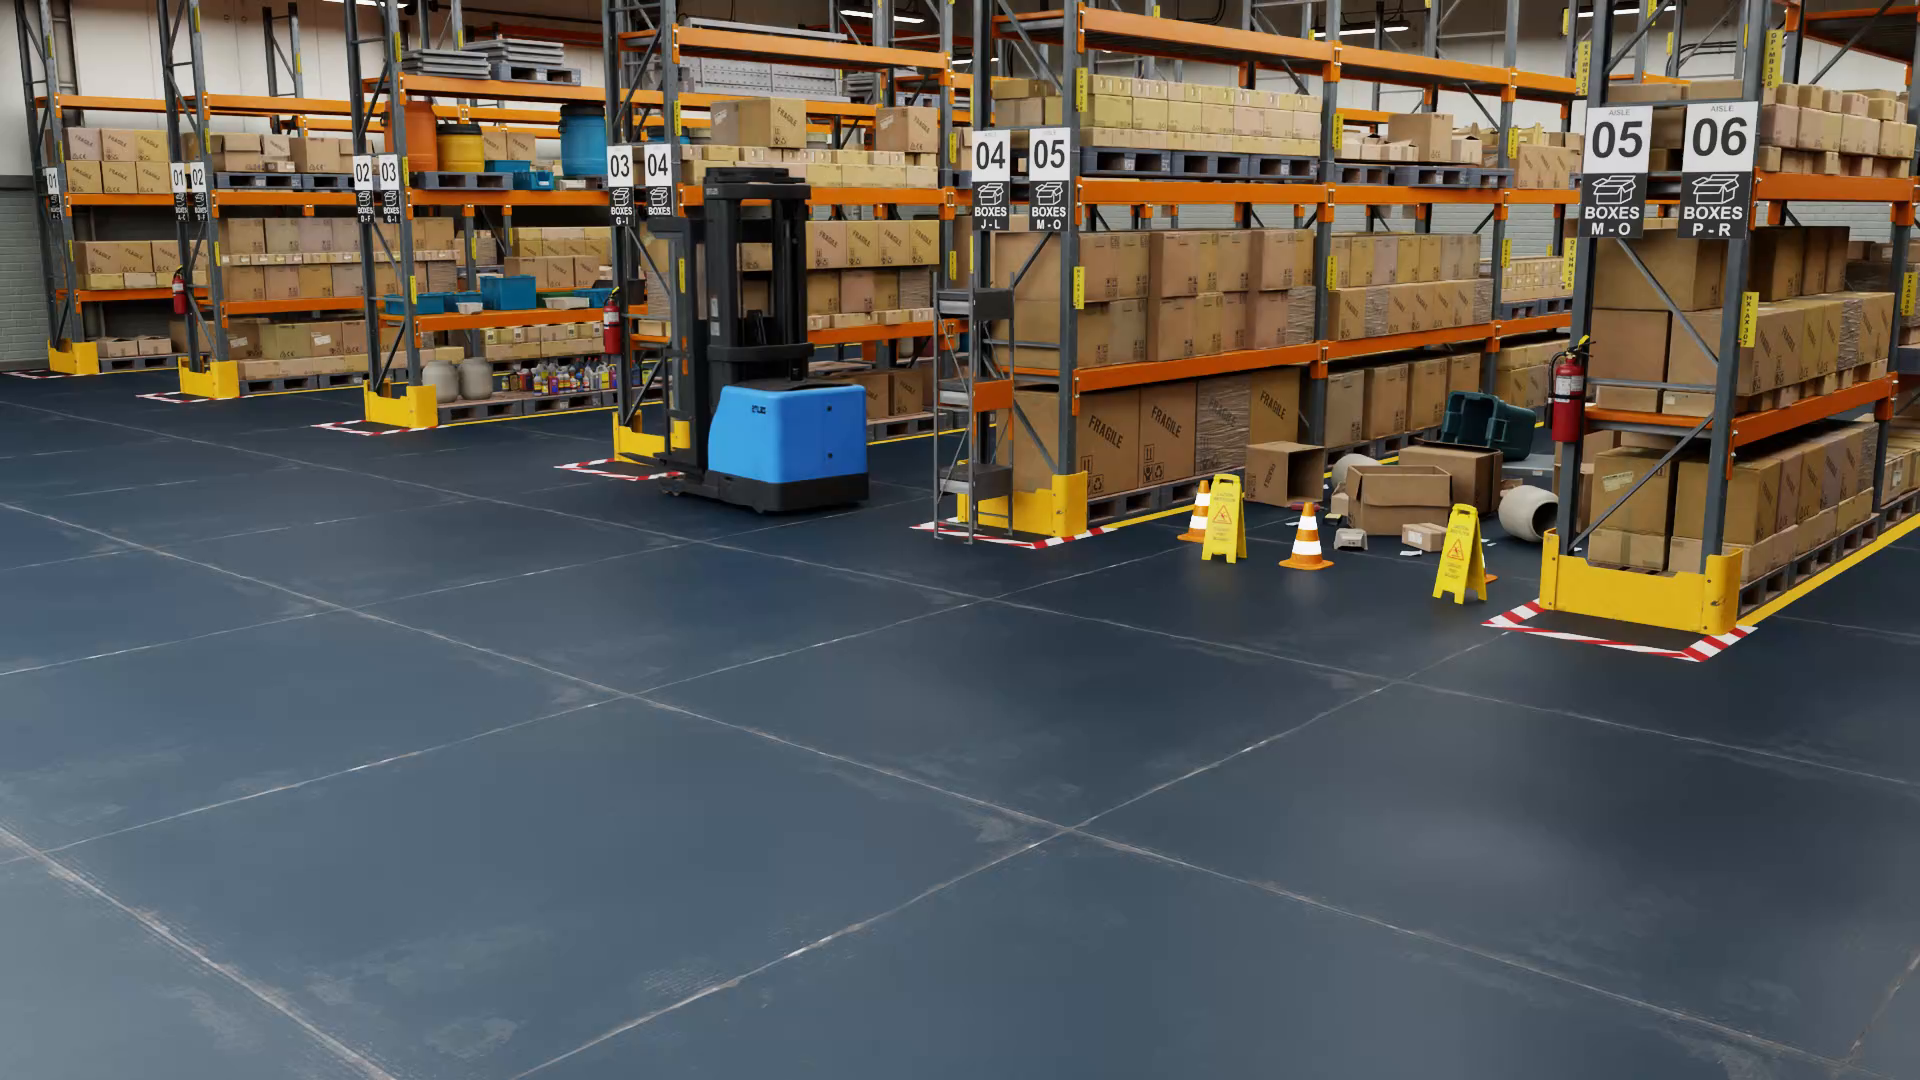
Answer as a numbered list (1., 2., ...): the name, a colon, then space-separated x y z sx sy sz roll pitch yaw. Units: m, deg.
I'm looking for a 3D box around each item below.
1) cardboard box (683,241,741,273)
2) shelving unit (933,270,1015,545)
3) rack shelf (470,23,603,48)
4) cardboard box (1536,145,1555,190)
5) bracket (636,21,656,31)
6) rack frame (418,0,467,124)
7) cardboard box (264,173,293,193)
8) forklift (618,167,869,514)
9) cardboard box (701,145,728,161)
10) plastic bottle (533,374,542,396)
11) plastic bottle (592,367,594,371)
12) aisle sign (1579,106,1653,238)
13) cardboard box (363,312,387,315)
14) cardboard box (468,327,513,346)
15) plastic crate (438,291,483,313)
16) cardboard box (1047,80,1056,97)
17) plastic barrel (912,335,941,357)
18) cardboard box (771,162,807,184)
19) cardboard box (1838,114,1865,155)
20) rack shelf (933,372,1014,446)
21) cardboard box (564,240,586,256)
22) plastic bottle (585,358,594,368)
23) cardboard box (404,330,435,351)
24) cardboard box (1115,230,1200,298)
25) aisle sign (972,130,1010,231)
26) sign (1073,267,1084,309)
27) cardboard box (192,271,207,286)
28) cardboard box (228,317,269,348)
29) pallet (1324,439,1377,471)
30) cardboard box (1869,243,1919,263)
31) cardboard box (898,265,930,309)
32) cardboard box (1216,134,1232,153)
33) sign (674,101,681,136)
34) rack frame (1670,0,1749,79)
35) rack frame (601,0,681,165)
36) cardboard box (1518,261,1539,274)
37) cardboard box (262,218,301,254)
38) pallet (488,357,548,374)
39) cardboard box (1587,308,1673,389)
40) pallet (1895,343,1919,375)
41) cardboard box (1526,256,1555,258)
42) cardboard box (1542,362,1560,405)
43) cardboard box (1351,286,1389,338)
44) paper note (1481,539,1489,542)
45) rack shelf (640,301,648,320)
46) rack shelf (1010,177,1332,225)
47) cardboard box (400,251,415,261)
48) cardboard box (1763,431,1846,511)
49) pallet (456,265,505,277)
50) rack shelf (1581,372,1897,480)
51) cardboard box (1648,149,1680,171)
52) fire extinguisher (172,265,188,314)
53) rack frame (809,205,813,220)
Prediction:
1. cardboard box: -2.571 -2.977 16.892 0.500 0.500 0.500 10 15 40
2. shelving unit: 0.109 -1.054 13.127 0.431 2.100 0.503 10 15 40
3. rack shelf: -7.700 -9.858 32.943 1.077 0.370 4.000 10 15 40
4. cardboard box: 6.703 -4.411 19.725 0.500 0.500 0.500 10 15 40
5. bracket: -6.575 -10.748 34.858 0.235 0.232 0.430 10 15 40
6. rack frame: -7.937 -7.058 25.574 1.000 3.000 0.127 10 15 40
7. cardboard box: -11.810 -6.179 28.526 0.500 0.500 0.500 10 15 42
8. forklift: -2.137 -1.891 15.196 1.130 2.935 3.031 -9 15 -39
9. cardboard box: -2.540 -3.876 16.663 0.380 0.149 0.250 10 15 42
10. plastic bottle: -5.428 -1.991 21.364 0.097 0.271 0.097 0 11 0
11. plastic bottle: -4.861 -2.161 22.183 0.061 0.283 0.133 10 15 40
12. aisle sign: 4.046 -2.268 10.272 0.394 0.787 0.004 10 15 40
13. cardboard box: -10.884 -3.939 30.533 0.700 0.500 0.500 9 15 39
14. cardboard box: -7.477 -3.277 26.478 0.500 0.311 0.500 10 15 41
15. plastic crate: -6.321 -3.021 21.058 0.499 0.251 0.408 10 15 40
16. cardboard box: 0.654 -3.714 13.767 0.380 0.149 0.250 10 15 41
17. plastic barrel: -0.523 -3.327 27.297 0.600 0.588 0.708 10 15 40
18. cardboard box: -1.961 -3.830 17.454 0.500 0.250 0.500 10 15 40
19. cardboard box: 5.852 -2.773 11.400 0.500 0.250 0.500 10 15 42
20. rack shelf: 0.109 -1.041 13.130 0.431 0.518 0.480 10 15 40
21. cardboard box: -7.826 -5.736 33.208 0.500 0.500 0.500 10 15 40
22. plastic bottle: -5.063 -2.327 22.843 0.144 0.351 0.185 10 15 42
23. cardboard box: -8.418 -3.173 25.472 0.500 0.500 0.500 10 15 40
24. cardboard box: 1.560 -2.401 14.432 0.875 0.550 0.550 10 15 40
25. aisle sign: 0.248 -2.893 13.402 0.394 0.787 0.004 10 15 40
26. sign: 0.933 -1.981 13.058 0.100 0.325 0.005 10 15 40
27. cardboard box: -12.732 -4.361 27.720 0.500 0.250 0.500 10 15 41
28. cardboard box: -12.316 -3.588 28.777 0.500 0.500 0.500 8 14 36
29. pallet: 3.613 -0.935 17.351 1.003 0.211 1.213 10 15 40
30. cardboard box: 7.522 -2.296 13.305 0.380 0.149 0.250 10 15 40
31. cardboard box: -0.842 -2.972 19.416 0.875 0.500 0.500 10 15 40
32. cardboard box: 2.154 -3.462 14.541 0.380 0.149 0.250 10 15 40
33. sign: -2.731 -4.076 16.069 0.100 0.325 0.005 10 15 40
34. rack frame: 11.082 -6.886 24.713 1.000 3.000 0.127 10 15 40
35. rack frame: -3.139 -5.188 16.212 1.000 3.000 0.127 10 15 40
36. cardboard box: 6.768 -3.299 20.120 0.380 0.149 0.250 9 14 38
37. cardboard box: -9.882 -4.366 23.844 0.700 0.500 0.500 9 15 39
38. pallet: -7.480 -2.862 27.003 1.003 0.211 1.213 10 15 40
39. cardboard box: 4.457 -1.275 10.924 0.500 0.500 0.500 9 15 39
40. pallet: 7.559 -1.553 13.819 1.003 0.211 1.213 10 15 40
41. cardboard box: 7.657 -3.690 22.077 0.380 0.149 0.250 10 15 42
42. cardboard box: 7.124 -1.969 20.721 0.500 0.500 0.500 9 15 39
43. cardboard box: 4.043 -2.345 17.037 0.500 0.500 0.500 10 15 41
44. paper note: 4.107 -0.006 13.190 0.142 0.019 0.148 -6 13 -28
45. rack shelf: -2.899 -3.417 24.496 1.077 0.370 4.000 10 15 40
46. rack shelf: 1.840 -3.003 14.765 1.077 0.370 4.000 10 15 40
47. cardboard box: -8.464 -4.302 25.180 0.380 0.149 0.250 10 15 40
48. cardboard box: 6.086 -0.507 12.124 0.500 0.500 0.500 11 16 43
49. pallet: -9.411 -5.132 31.737 1.213 0.211 1.003 10 15 40
50. rack shelf: 5.625 -0.907 11.928 1.077 0.370 4.000 10 15 40
51. cardboard box: 4.331 -2.402 10.559 0.380 0.149 0.250 10 15 41
52. fire extinguisher: -11.005 -3.532 23.436 0.296 0.674 0.183 10 15 40
53. rack frame: -3.739 -6.522 38.205 1.000 3.000 0.127 10 15 40
